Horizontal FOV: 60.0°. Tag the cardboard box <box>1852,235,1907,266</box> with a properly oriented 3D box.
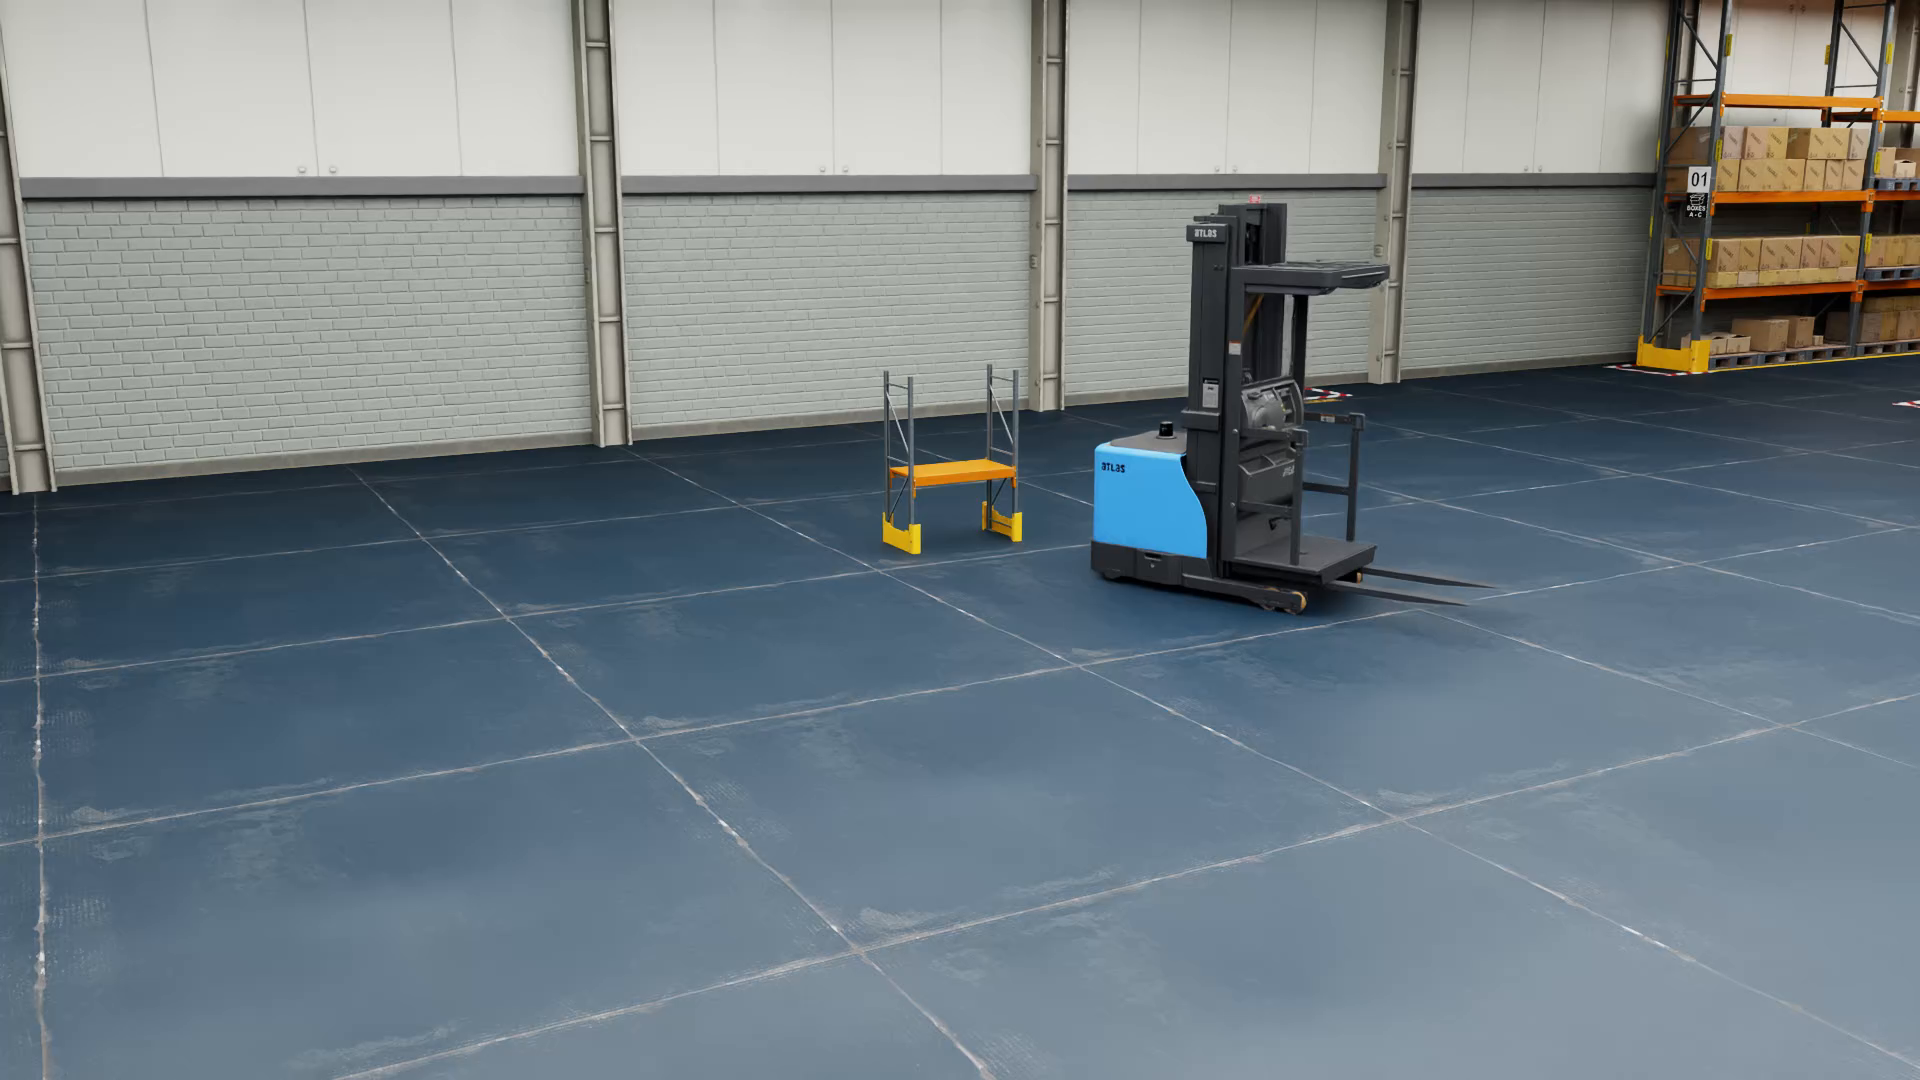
[{"bbox_3d":[15.963,-5.039,28.938,0.500,0.500,0.700,-5,14,-22],"label":"cardboard box"}]

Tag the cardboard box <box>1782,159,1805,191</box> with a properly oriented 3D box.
[{"bbox_3d":[13.311,-5.925,26.999,0.500,0.500,0.500,-6,14,-24],"label":"cardboard box"}]

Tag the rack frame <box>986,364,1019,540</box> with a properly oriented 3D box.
[{"bbox_3d":[0.371,-0.776,14.642,0.032,1.500,0.500,-7,14,-28],"label":"rack frame"}]

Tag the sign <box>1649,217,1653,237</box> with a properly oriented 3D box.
[{"bbox_3d":[11.247,-5.079,26.987,0.005,0.325,0.100,-7,14,-28],"label":"sign"}]

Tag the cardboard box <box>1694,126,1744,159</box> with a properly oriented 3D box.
[{"bbox_3d":[11.950,-6.254,26.184,0.500,0.500,0.500,-8,15,-32],"label":"cardboard box"}]

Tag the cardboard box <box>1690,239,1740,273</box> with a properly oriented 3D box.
[{"bbox_3d":[12.058,-4.545,26.562,0.500,0.500,0.500,-7,14,-28],"label":"cardboard box"}]

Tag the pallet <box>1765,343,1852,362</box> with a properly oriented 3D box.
[{"bbox_3d":[14.434,-3.233,28.496,1.213,0.211,1.003,-7,14,-28],"label":"pallet"}]

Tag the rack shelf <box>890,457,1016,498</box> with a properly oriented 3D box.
[{"bbox_3d":[-0.075,-0.547,14.444,1.000,0.185,0.538,-7,14,-28],"label":"rack shelf"}]

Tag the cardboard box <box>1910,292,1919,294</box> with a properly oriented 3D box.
[{"bbox_3d":[17.380,-4.319,29.953,0.500,0.250,0.500,-7,14,-27],"label":"cardboard box"}]

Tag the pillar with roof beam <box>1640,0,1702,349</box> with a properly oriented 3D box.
[{"bbox_3d":[13.758,-6.588,23.387,0.400,9.000,9.100,-7,14,-28],"label":"pillar with roof beam"}]

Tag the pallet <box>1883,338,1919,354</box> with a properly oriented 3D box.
[{"bbox_3d":[16.761,-3.522,29.779,1.213,0.211,1.003,-7,14,-28],"label":"pallet"}]

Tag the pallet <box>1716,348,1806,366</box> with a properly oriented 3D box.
[{"bbox_3d":[13.361,-3.104,27.922,1.213,0.211,1.003,-7,14,-28],"label":"pallet"}]

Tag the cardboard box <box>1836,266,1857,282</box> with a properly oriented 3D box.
[{"bbox_3d":[14.736,-4.500,28.067,0.500,0.250,0.500,-7,14,-28],"label":"cardboard box"}]

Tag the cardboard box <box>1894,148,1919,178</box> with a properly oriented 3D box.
[{"bbox_3d":[16.607,-6.560,28.911,0.500,0.500,0.500,-7,15,-30],"label":"cardboard box"}]

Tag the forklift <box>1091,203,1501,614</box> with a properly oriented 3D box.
[{"bbox_3d":[2.528,-1.018,12.458,3.031,2.935,1.130,9,16,36],"label":"forklift"}]

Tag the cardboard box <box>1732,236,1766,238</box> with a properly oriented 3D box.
[{"bbox_3d":[13.147,-4.803,27.706,0.500,0.500,0.500,-7,14,-27],"label":"cardboard box"}]

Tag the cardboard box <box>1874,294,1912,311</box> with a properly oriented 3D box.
[{"bbox_3d":[16.484,-4.215,29.491,0.500,0.250,0.500,-7,15,-29],"label":"cardboard box"}]

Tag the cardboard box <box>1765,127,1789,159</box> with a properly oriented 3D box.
[{"bbox_3d":[12.859,-6.353,26.624,0.500,0.500,0.500,-6,14,-26],"label":"cardboard box"}]

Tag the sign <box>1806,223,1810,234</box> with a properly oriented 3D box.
[{"bbox_3d":[14.737,-5.343,28.880,0.005,0.325,0.100,-7,14,-28],"label":"sign"}]

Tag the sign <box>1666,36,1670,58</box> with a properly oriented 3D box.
[{"bbox_3d":[11.247,-7.819,26.370,0.005,0.325,0.100,-7,14,-28],"label":"sign"}]

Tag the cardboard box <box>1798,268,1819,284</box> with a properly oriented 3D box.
[{"bbox_3d":[13.860,-4.393,27.593,0.500,0.250,0.500,-7,14,-28],"label":"cardboard box"}]

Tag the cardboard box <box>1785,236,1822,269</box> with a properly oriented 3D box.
[{"bbox_3d":[13.857,-4.760,27.516,0.500,0.500,0.500,-7,15,-29],"label":"cardboard box"}]

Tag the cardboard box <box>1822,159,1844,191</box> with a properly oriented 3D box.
[{"bbox_3d":[14.231,-6.042,27.518,0.500,0.500,0.500,-8,15,-33],"label":"cardboard box"}]

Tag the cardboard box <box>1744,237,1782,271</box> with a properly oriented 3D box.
[{"bbox_3d":[12.953,-4.648,27.020,0.500,0.500,0.500,-7,15,-30],"label":"cardboard box"}]

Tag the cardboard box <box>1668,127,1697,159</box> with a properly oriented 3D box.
[{"bbox_3d":[11.748,-6.356,26.637,0.500,0.500,0.500,-6,14,-25],"label":"cardboard box"}]

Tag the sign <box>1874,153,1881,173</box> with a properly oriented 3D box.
[{"bbox_3d":[15.273,-6.283,27.687,0.005,0.325,0.100,-7,14,-28],"label":"sign"}]

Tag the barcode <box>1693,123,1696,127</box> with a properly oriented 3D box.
[{"bbox_3d":[11.879,-6.714,26.908,0.075,0.075,0.001,-7,14,-28],"label":"barcode"}]

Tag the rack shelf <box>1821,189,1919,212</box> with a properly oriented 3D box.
[{"bbox_3d":[16.762,-5.994,29.218,4.000,0.370,1.077,-7,14,-28],"label":"rack shelf"}]

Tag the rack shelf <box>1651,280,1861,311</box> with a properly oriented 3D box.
[{"bbox_3d":[13.251,-4.110,27.678,4.000,0.370,1.077,-7,14,-28],"label":"rack shelf"}]

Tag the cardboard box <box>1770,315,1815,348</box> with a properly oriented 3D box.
[{"bbox_3d":[14.114,-3.549,28.241,0.500,0.500,0.500,-8,15,-32],"label":"cardboard box"}]

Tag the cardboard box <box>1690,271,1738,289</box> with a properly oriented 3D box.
[{"bbox_3d":[12.076,-4.177,26.634,0.500,0.250,0.500,-7,15,-29],"label":"cardboard box"}]

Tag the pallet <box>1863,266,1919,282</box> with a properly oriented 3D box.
[{"bbox_3d":[15.747,-4.630,28.788,1.213,0.211,1.003,-7,14,-28],"label":"pallet"}]

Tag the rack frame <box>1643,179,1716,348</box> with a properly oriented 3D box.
[{"bbox_3d":[11.495,-4.250,26.664,0.127,3.000,1.000,-7,14,-28],"label":"rack frame"}]

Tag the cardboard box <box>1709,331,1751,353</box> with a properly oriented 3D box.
[{"bbox_3d":[12.646,-3.269,27.424,0.500,0.311,0.500,-6,14,-23],"label":"cardboard box"}]

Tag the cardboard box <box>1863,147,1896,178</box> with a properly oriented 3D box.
[{"bbox_3d":[15.524,-6.430,28.334,0.500,0.500,0.500,-5,13,-20],"label":"cardboard box"}]

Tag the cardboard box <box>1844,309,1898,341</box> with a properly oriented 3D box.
[{"bbox_3d":[16.074,-3.811,29.403,0.500,0.500,0.700,-7,15,-29],"label":"cardboard box"}]

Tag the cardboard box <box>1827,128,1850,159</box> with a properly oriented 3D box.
[{"bbox_3d":[14.218,-6.516,27.348,0.500,0.500,0.500,-6,14,-25],"label":"cardboard box"}]

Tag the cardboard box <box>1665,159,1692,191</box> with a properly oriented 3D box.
[{"bbox_3d":[11.740,-5.865,26.733,0.500,0.500,0.500,-6,14,-24],"label":"cardboard box"}]

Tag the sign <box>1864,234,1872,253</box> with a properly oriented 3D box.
[{"bbox_3d":[15.273,-4.990,27.978,0.005,0.325,0.100,-7,14,-28],"label":"sign"}]

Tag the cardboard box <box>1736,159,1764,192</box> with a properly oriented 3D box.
[{"bbox_3d":[12.397,-5.809,26.484,0.500,0.500,0.500,-6,14,-24],"label":"cardboard box"}]

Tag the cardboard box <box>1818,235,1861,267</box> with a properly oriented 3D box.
[{"bbox_3d":[14.739,-4.864,27.980,0.500,0.500,0.500,-7,14,-28],"label":"cardboard box"}]

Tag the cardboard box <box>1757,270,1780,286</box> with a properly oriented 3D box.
[{"bbox_3d":[12.975,-4.287,27.122,0.500,0.250,0.500,-7,15,-29],"label":"cardboard box"}]

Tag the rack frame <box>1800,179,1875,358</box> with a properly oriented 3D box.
[{"bbox_3d":[15.006,-4.671,28.534,0.127,3.000,1.000,-7,14,-28],"label":"rack frame"}]

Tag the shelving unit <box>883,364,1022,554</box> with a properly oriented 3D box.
[{"bbox_3d":[-0.067,-0.724,14.409,1.083,1.500,0.587,-7,14,-28],"label":"shelving unit"}]

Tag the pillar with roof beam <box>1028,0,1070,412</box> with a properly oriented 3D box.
[{"bbox_3d":[3.225,-5.326,17.777,0.400,9.000,9.100,-7,14,-28],"label":"pillar with roof beam"}]

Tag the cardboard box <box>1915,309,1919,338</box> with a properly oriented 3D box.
[{"bbox_3d":[16.980,-3.912,29.851,0.500,0.500,0.700,-7,14,-28],"label":"cardboard box"}]

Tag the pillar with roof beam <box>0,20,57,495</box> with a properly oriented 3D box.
[{"bbox_3d":[-7.308,-4.063,12.168,0.400,9.000,9.100,-7,14,-28],"label":"pillar with roof beam"}]

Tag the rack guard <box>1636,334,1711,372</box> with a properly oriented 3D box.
[{"bbox_3d":[11.562,-3.039,26.974,0.348,0.500,1.175,-7,14,-28],"label":"rack guard"}]

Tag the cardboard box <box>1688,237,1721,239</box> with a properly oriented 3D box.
[{"bbox_3d":[12.254,-4.694,27.225,0.500,0.500,0.500,-7,14,-27],"label":"cardboard box"}]

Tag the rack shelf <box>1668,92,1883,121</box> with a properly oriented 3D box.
[{"bbox_3d":[13.251,-7.035,27.020,4.000,0.370,1.077,-7,14,-28],"label":"rack shelf"}]

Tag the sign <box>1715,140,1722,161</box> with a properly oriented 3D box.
[{"bbox_3d":[11.755,-6.036,25.774,0.005,0.325,0.100,-7,14,-28],"label":"sign"}]

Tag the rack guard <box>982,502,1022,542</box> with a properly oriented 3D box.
[{"bbox_3d":[0.370,-0.166,14.779,0.087,0.250,0.587,-7,14,-28],"label":"rack guard"}]
